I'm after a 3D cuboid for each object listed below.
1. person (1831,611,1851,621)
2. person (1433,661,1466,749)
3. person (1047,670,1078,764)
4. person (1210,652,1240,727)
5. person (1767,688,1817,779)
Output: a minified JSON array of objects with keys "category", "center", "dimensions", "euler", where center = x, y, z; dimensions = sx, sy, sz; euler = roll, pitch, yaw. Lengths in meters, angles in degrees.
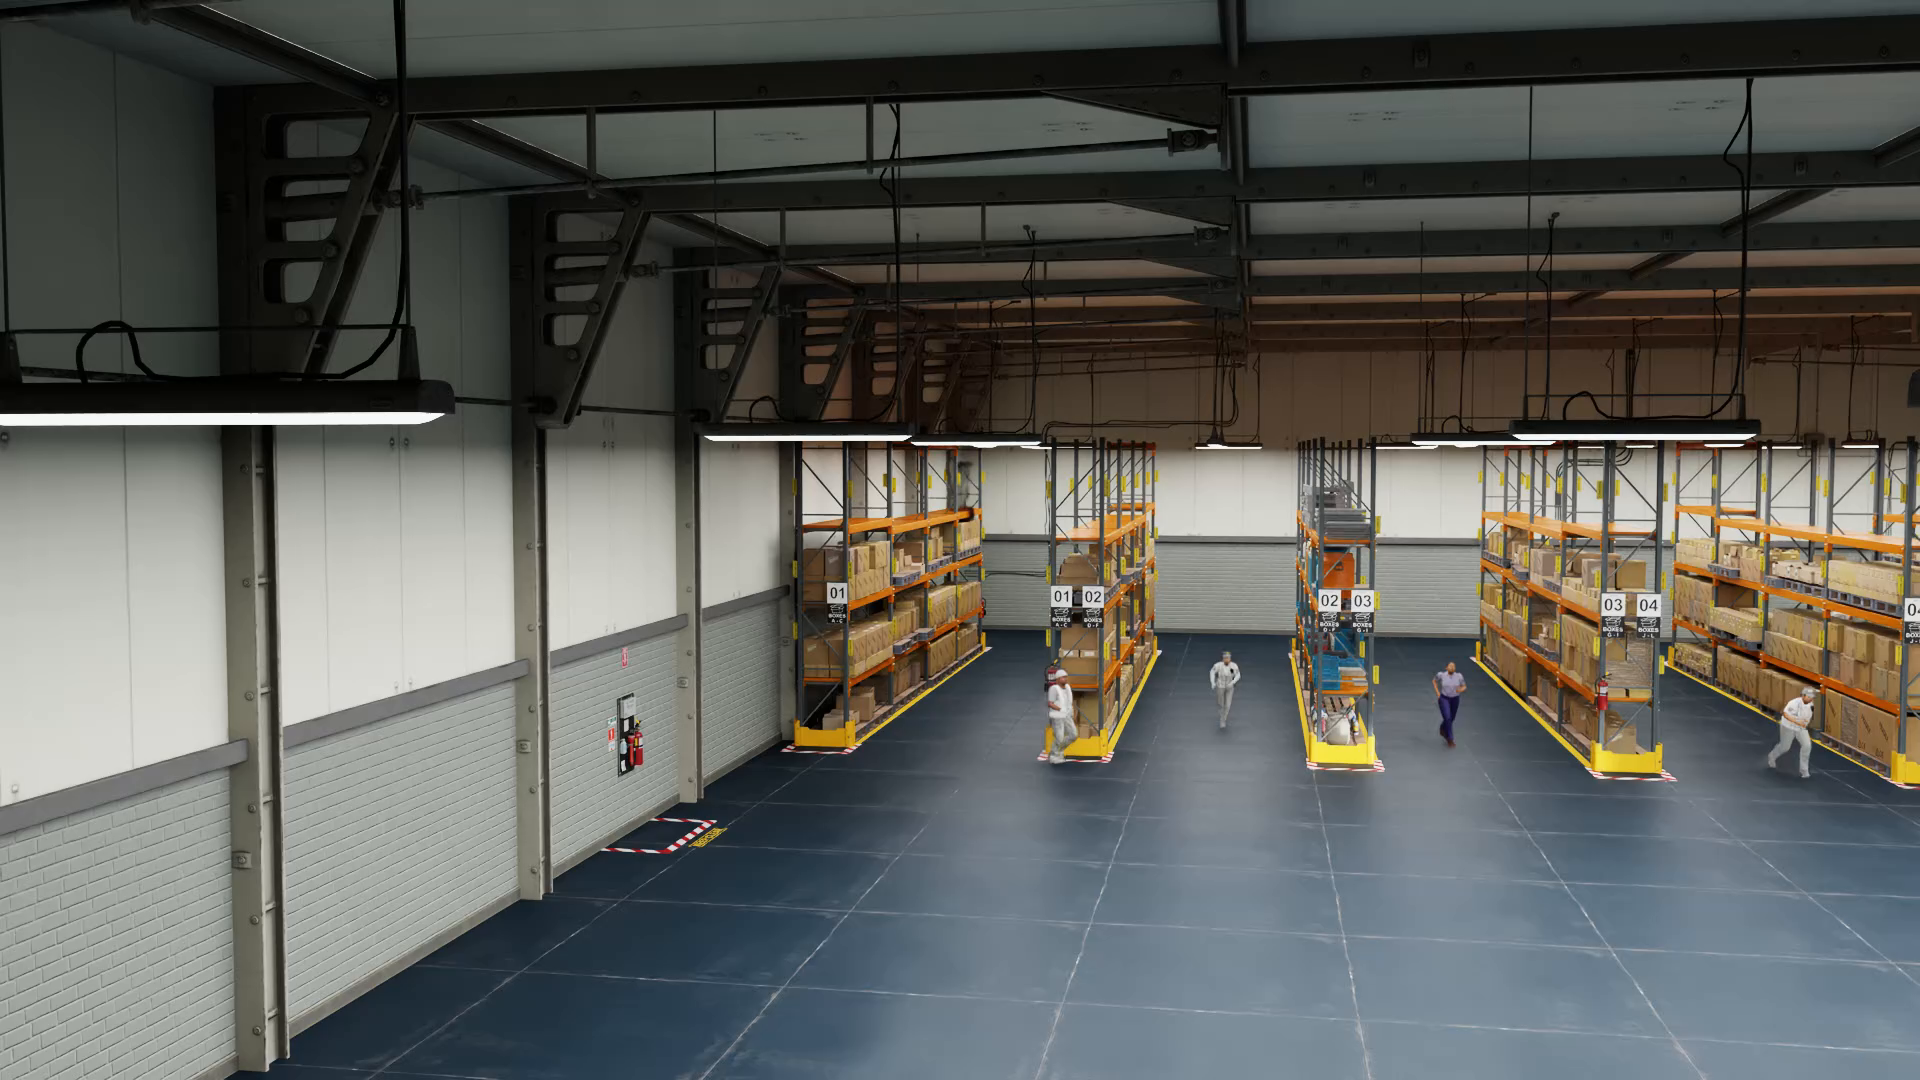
[{"category":"person","center":[23.882,2.474,45.239],"dimensions":[0.763,1.813,0.700],"euler":[1,3,18]},{"category":"person","center":[9.585,3.200,32.559],"dimensions":[0.561,1.700,1.000],"euler":[0,3,-6]},{"category":"person","center":[1.901,3.231,30.309],"dimensions":[0.617,1.745,0.724],"euler":[3,4,45]},{"category":"person","center":[5.530,3.100,34.697],"dimensions":[0.608,1.619,0.690],"euler":[0,3,0]},{"category":"person","center":[14.804,3.394,29.570],"dimensions":[0.648,1.627,1.037],"euler":[-1,3,-18]}]
